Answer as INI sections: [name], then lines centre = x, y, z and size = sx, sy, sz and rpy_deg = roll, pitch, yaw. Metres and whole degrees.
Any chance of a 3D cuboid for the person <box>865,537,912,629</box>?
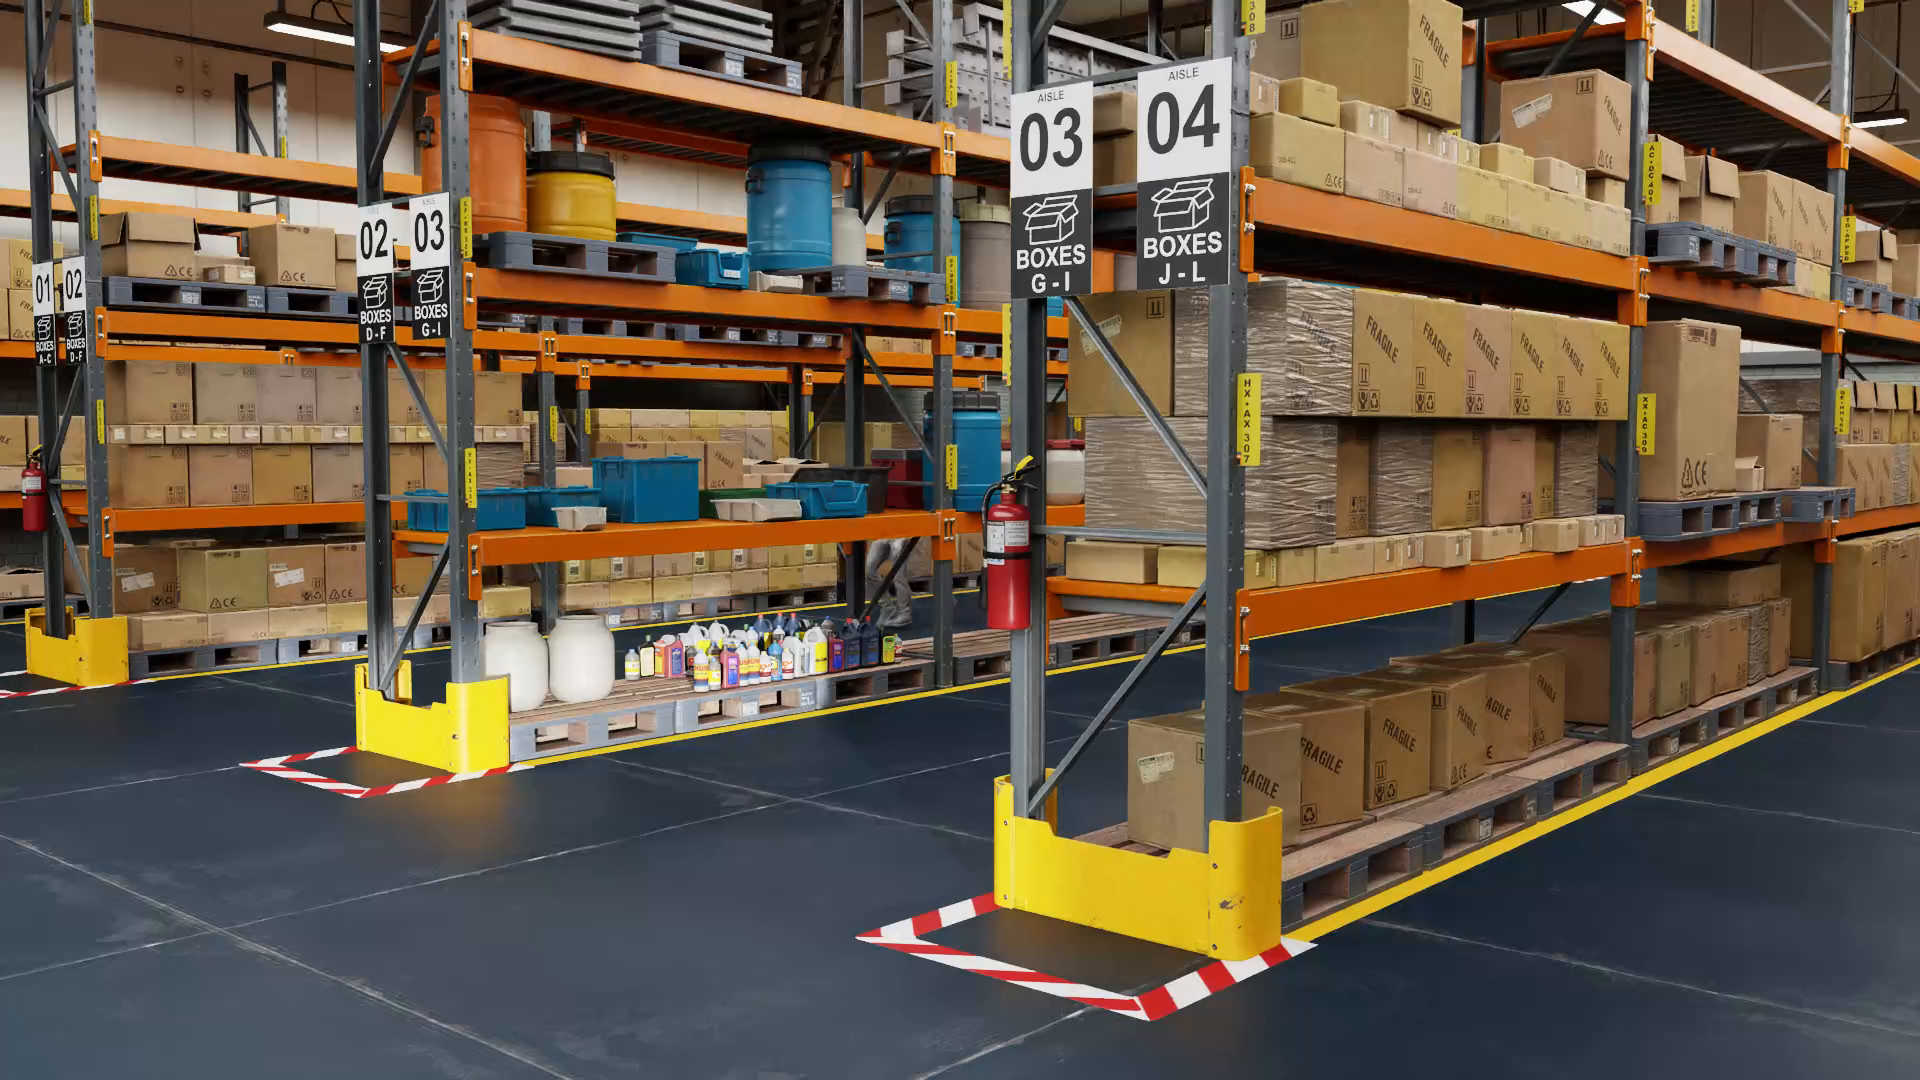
[person]
centre = -0.665, 0.013, 15.943
size = 0.443, 1.726, 0.515
rpy_deg = -3, 5, -40
